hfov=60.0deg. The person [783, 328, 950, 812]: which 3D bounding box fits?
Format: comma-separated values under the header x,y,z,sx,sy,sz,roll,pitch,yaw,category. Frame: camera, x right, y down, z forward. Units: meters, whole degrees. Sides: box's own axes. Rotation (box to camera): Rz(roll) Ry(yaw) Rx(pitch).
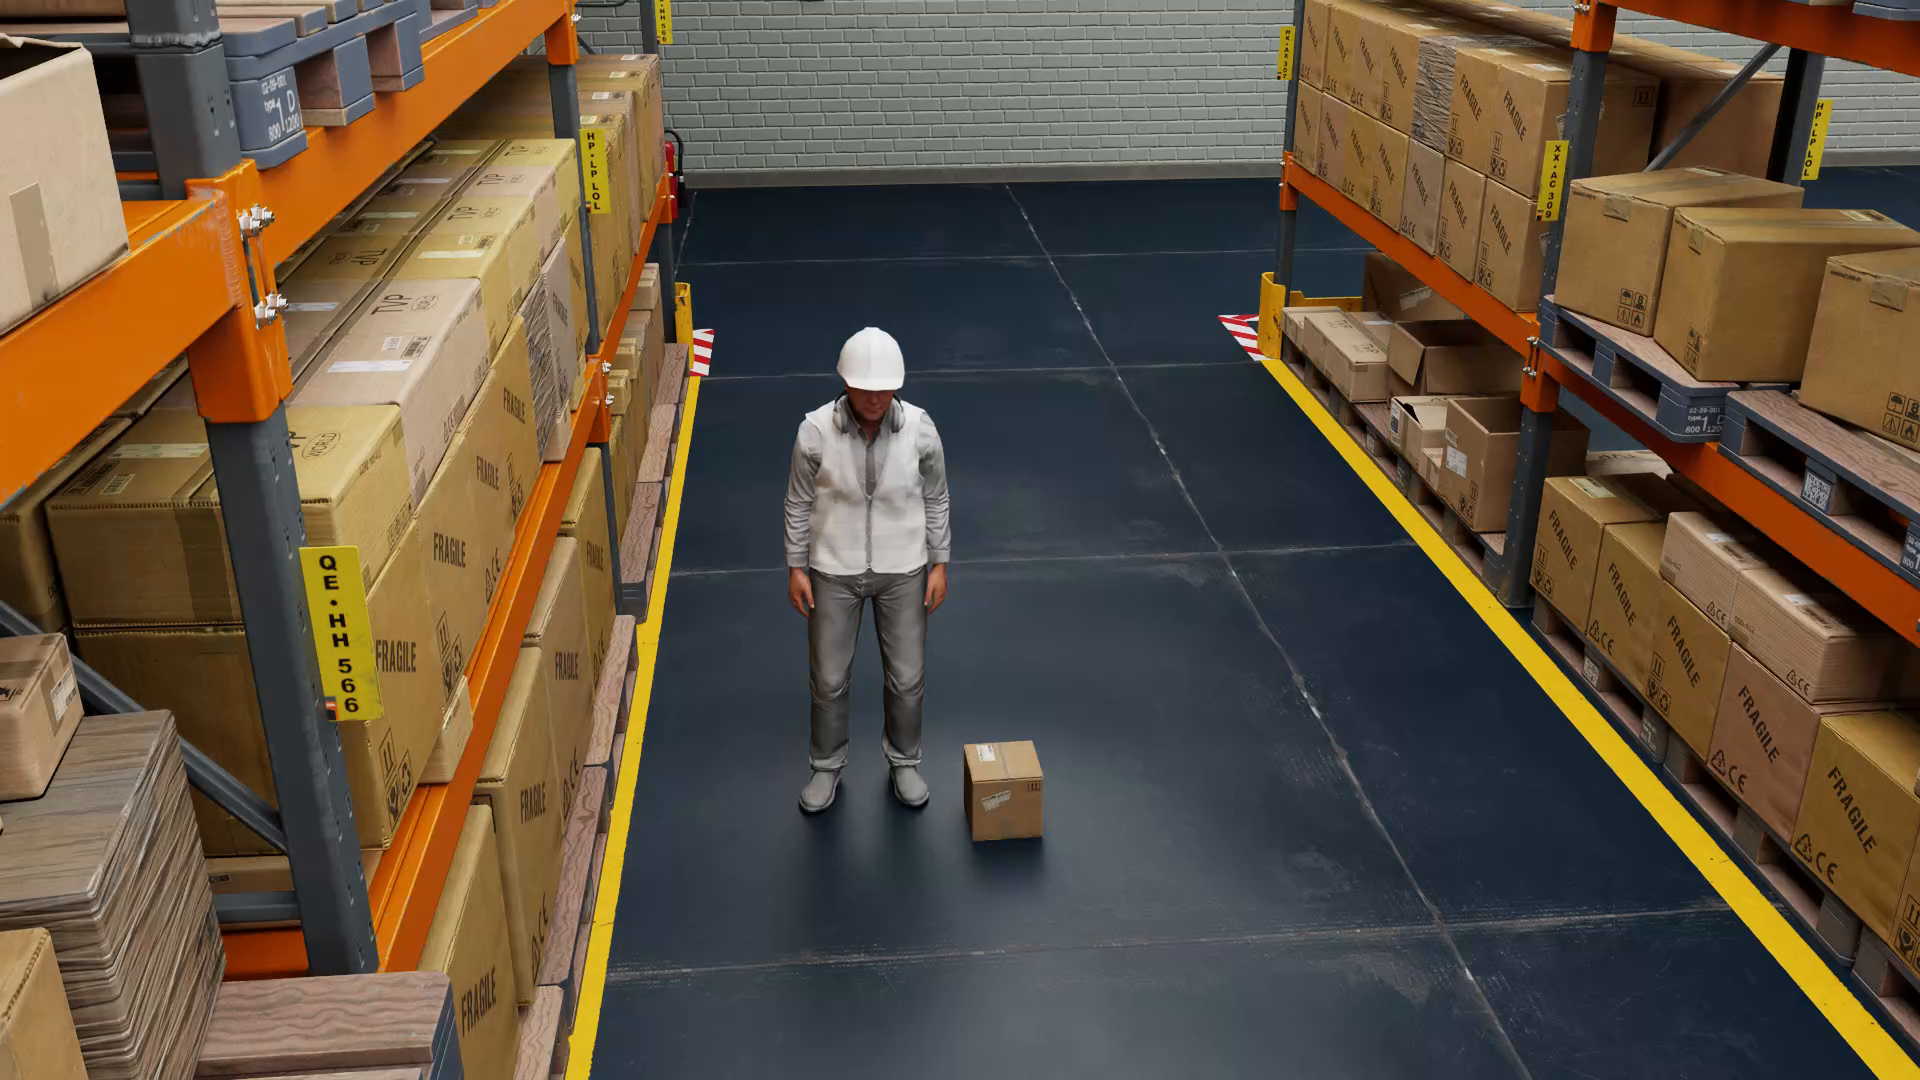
x,y,z,sx,sy,sz,roll,pitch,yaw,category
-0.321,0.104,5.829,0.581,1.771,0.461,-3,24,-6,person
